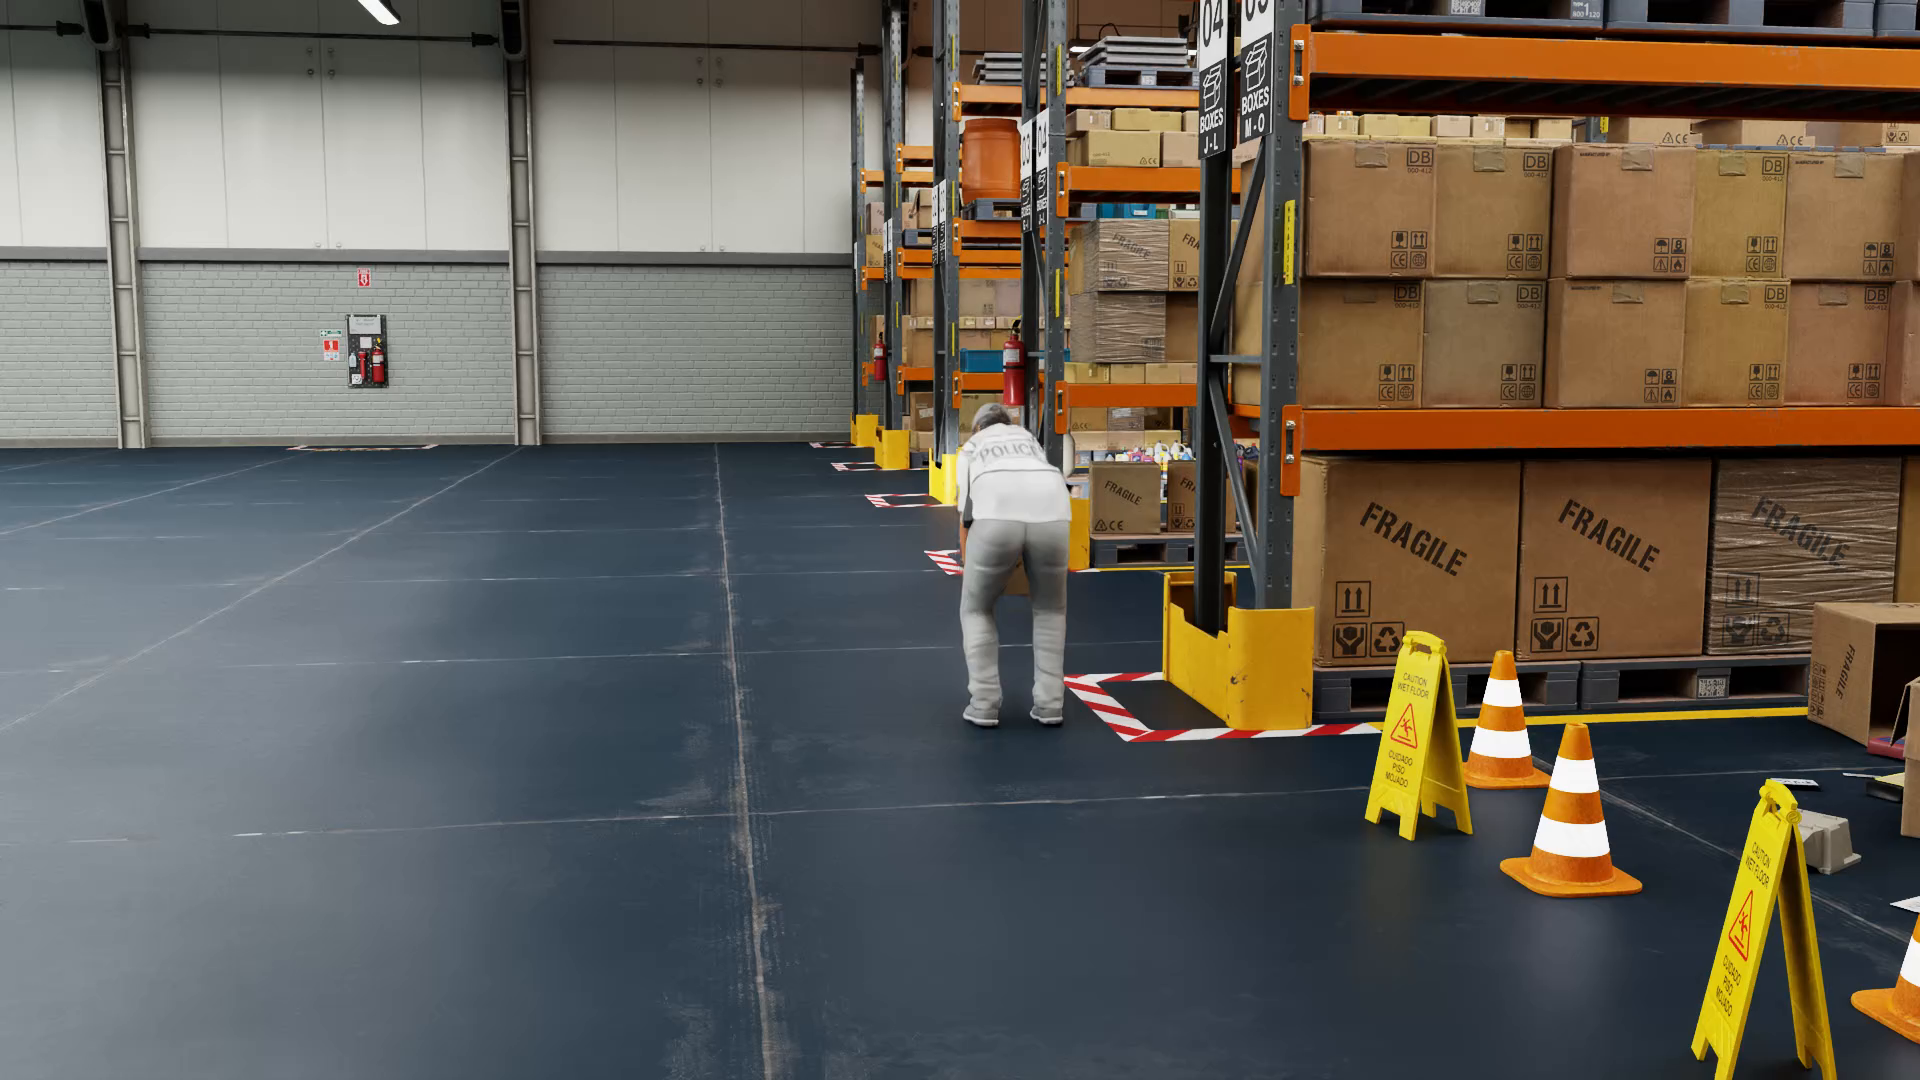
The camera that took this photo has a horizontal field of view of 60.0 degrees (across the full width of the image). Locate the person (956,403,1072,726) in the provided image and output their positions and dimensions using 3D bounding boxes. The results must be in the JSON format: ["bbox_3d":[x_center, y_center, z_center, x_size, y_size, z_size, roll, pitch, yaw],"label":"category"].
[{"bbox_3d":[0.202,0.089,7.090,0.459,1.323,0.875,-1,7,-9],"label":"person"}]
